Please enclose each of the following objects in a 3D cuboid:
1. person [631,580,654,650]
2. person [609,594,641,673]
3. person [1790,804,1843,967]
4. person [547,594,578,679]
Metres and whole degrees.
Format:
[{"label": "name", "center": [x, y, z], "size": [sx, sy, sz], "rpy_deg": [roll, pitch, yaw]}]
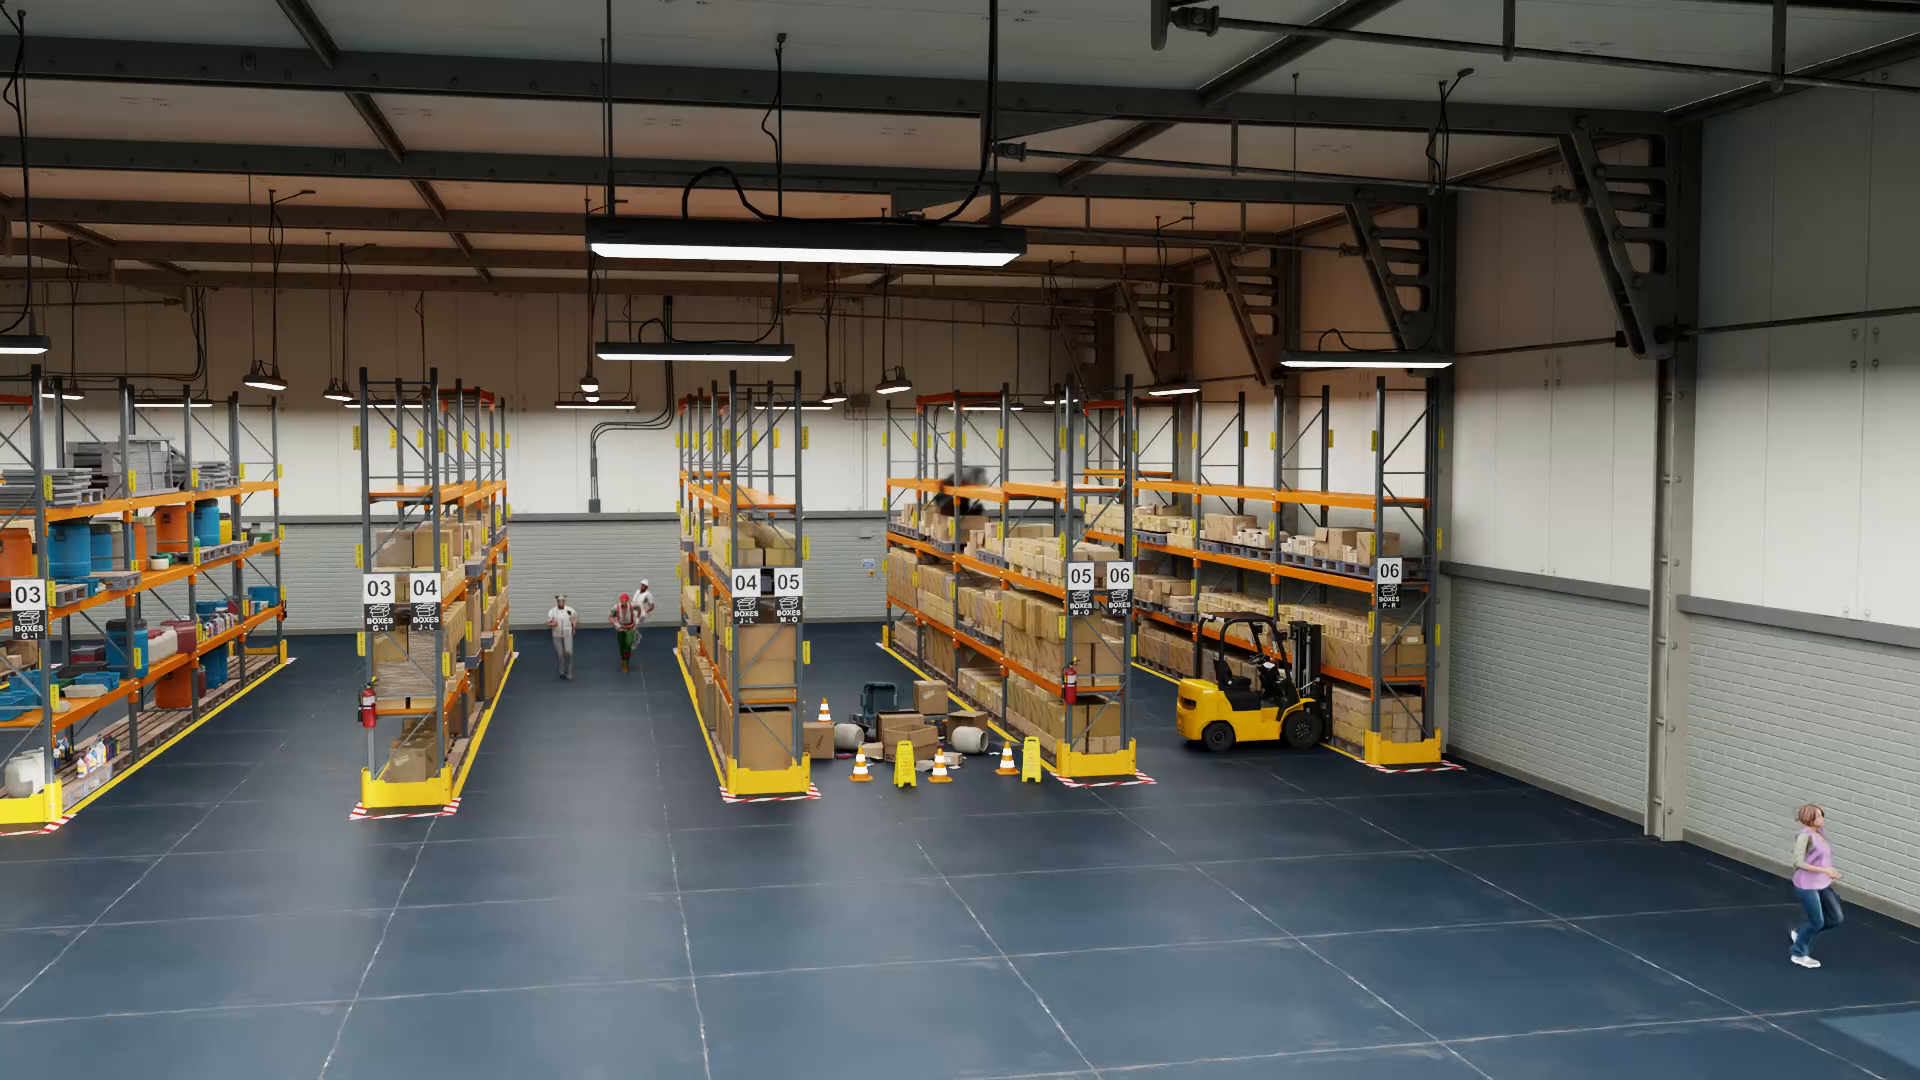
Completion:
[{"label": "person", "center": [-7.691, 1.788, 39.697], "size": [0.531, 1.687, 0.739], "rpy_deg": [-3, 5, -42]}, {"label": "person", "center": [-7.322, 2.006, 36.322], "size": [0.701, 1.742, 1.055], "rpy_deg": [-1, 4, -15]}, {"label": "person", "center": [8.120, 3.289, 15.736], "size": [0.526, 1.536, 0.536], "rpy_deg": [-2, 4, -35]}, {"label": "person", "center": [-8.384, 2.052, 35.062], "size": [0.638, 1.833, 0.767], "rpy_deg": [-1, 3, -13]}]
